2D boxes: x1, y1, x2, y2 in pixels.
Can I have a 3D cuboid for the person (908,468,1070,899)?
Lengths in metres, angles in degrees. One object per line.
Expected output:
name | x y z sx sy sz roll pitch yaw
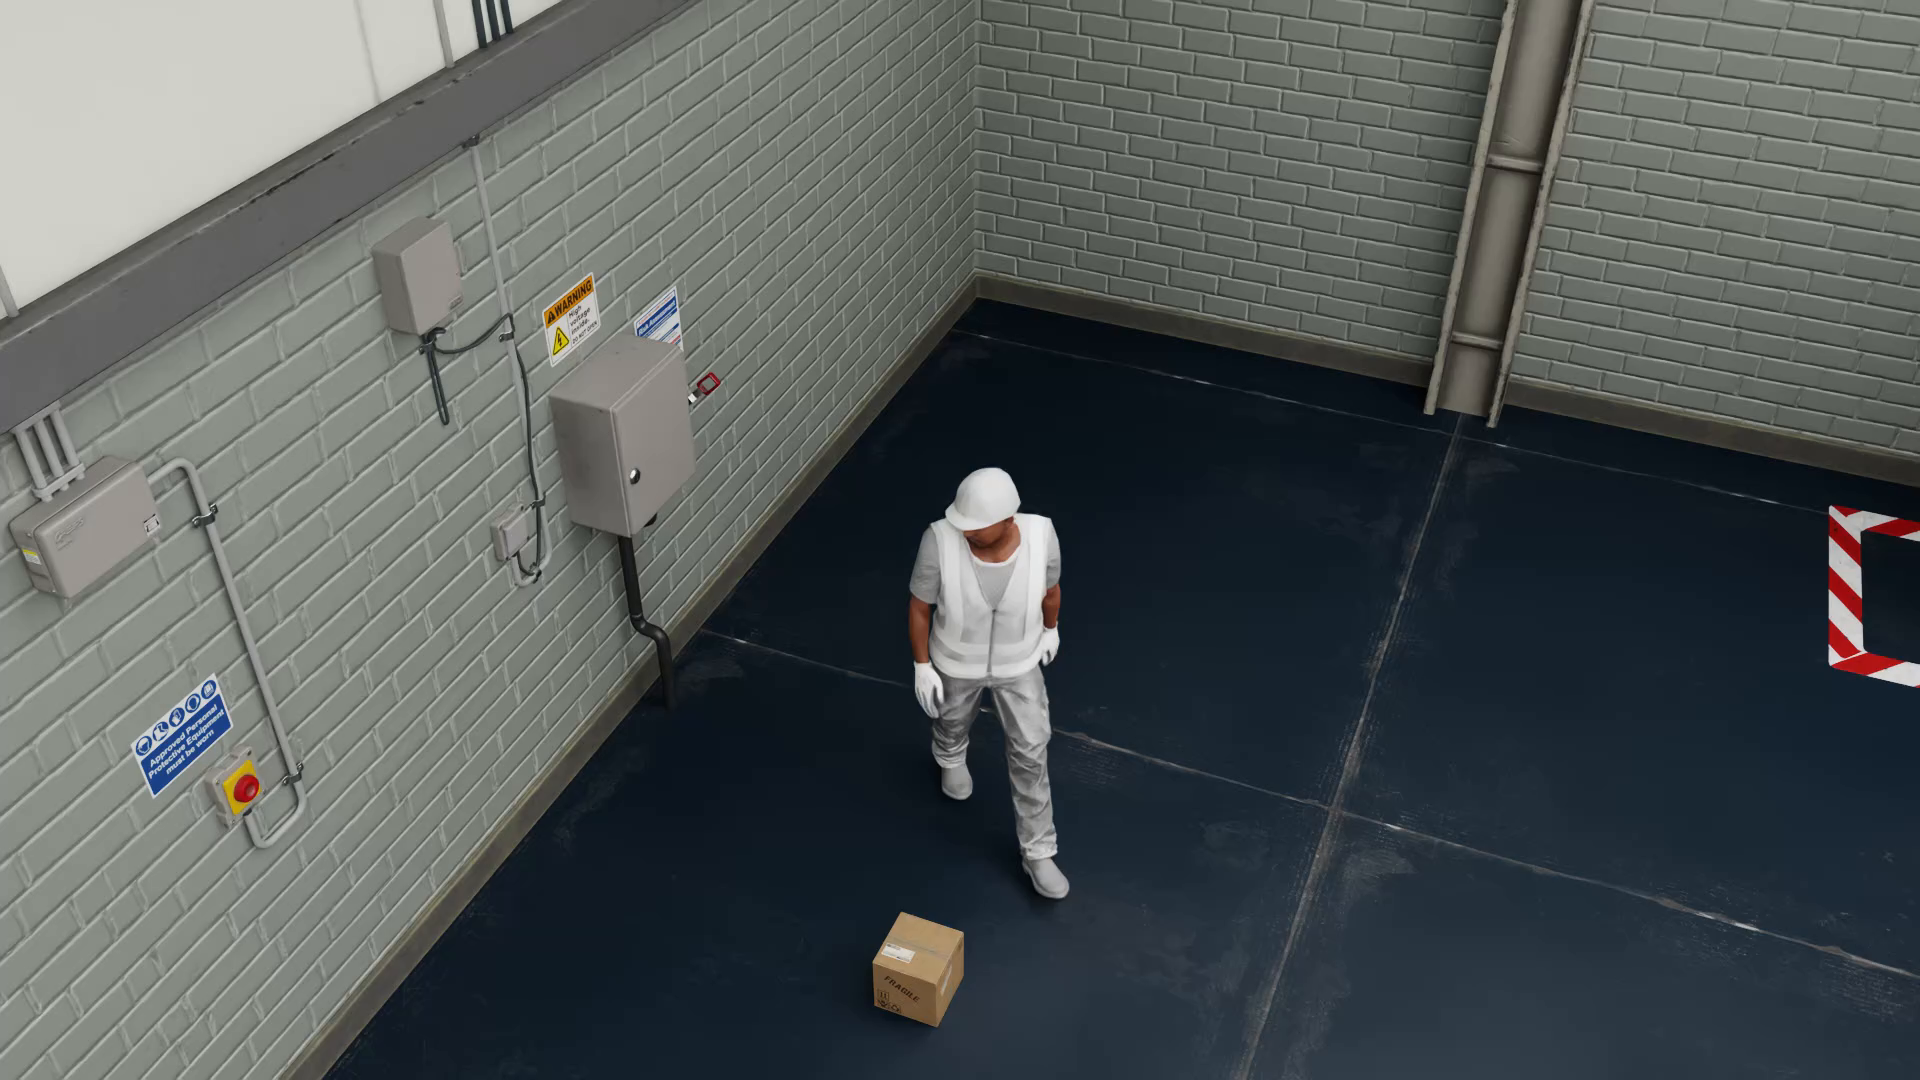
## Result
person | 0.108 0.476 6.160 0.586 1.750 0.892 -2 37 -3
